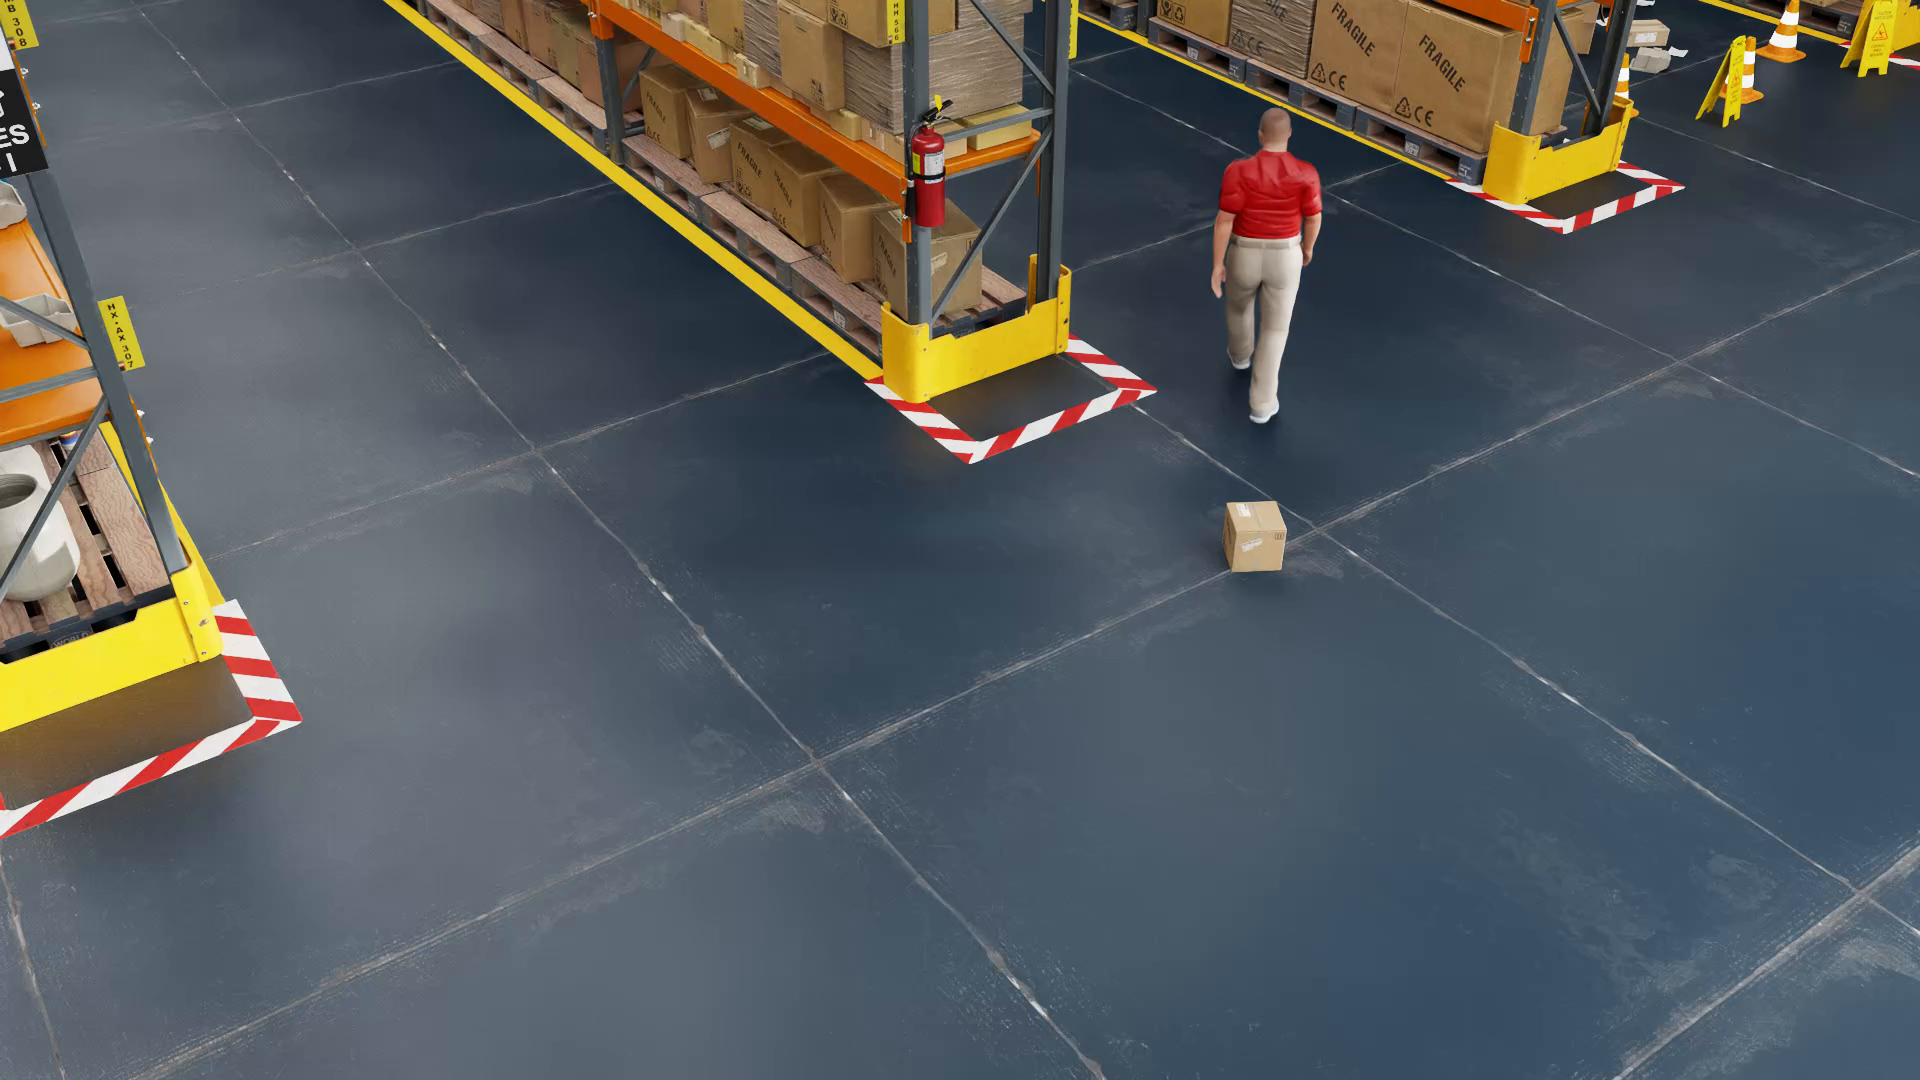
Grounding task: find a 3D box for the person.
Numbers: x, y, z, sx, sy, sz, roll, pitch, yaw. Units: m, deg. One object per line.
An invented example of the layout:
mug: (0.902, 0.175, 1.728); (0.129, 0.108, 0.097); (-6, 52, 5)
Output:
person: (1.676, -1.573, 9.155); (0.558, 1.685, 0.971); (7, 37, 10)
